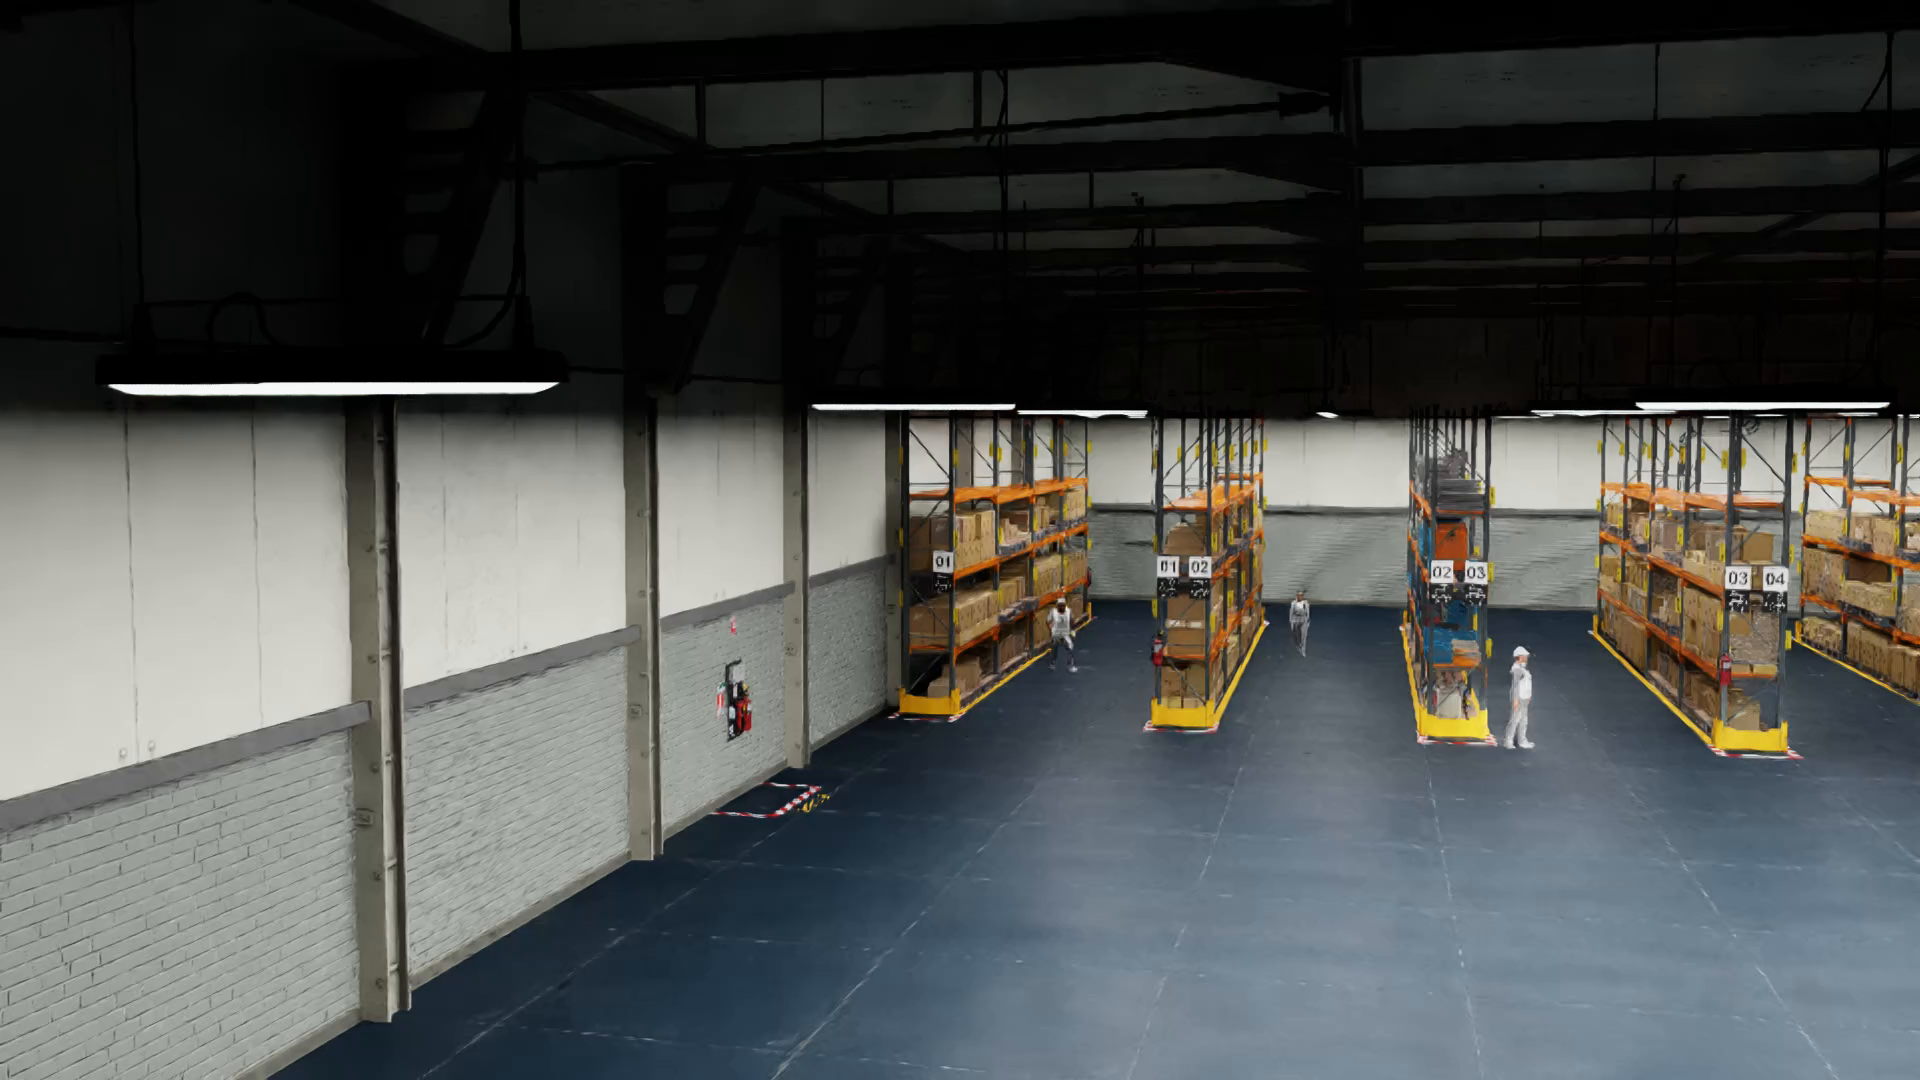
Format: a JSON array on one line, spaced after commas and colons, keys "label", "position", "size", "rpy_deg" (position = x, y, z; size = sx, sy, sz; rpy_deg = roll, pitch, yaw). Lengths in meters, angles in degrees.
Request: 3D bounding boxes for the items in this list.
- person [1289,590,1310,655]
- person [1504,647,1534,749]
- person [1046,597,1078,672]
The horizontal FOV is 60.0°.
[{"label": "person", "position": [8.304, 1.993, 40.683], "size": [0.495, 1.587, 1.086], "rpy_deg": [1, 4, 16]}, {"label": "person", "position": [9.773, 2.753, 29.042], "size": [0.462, 1.775, 0.649], "rpy_deg": [2, 5, 26]}, {"label": "person", "position": [2.304, 2.141, 37.882], "size": [0.701, 1.717, 0.849], "rpy_deg": [0, 4, -3]}]
